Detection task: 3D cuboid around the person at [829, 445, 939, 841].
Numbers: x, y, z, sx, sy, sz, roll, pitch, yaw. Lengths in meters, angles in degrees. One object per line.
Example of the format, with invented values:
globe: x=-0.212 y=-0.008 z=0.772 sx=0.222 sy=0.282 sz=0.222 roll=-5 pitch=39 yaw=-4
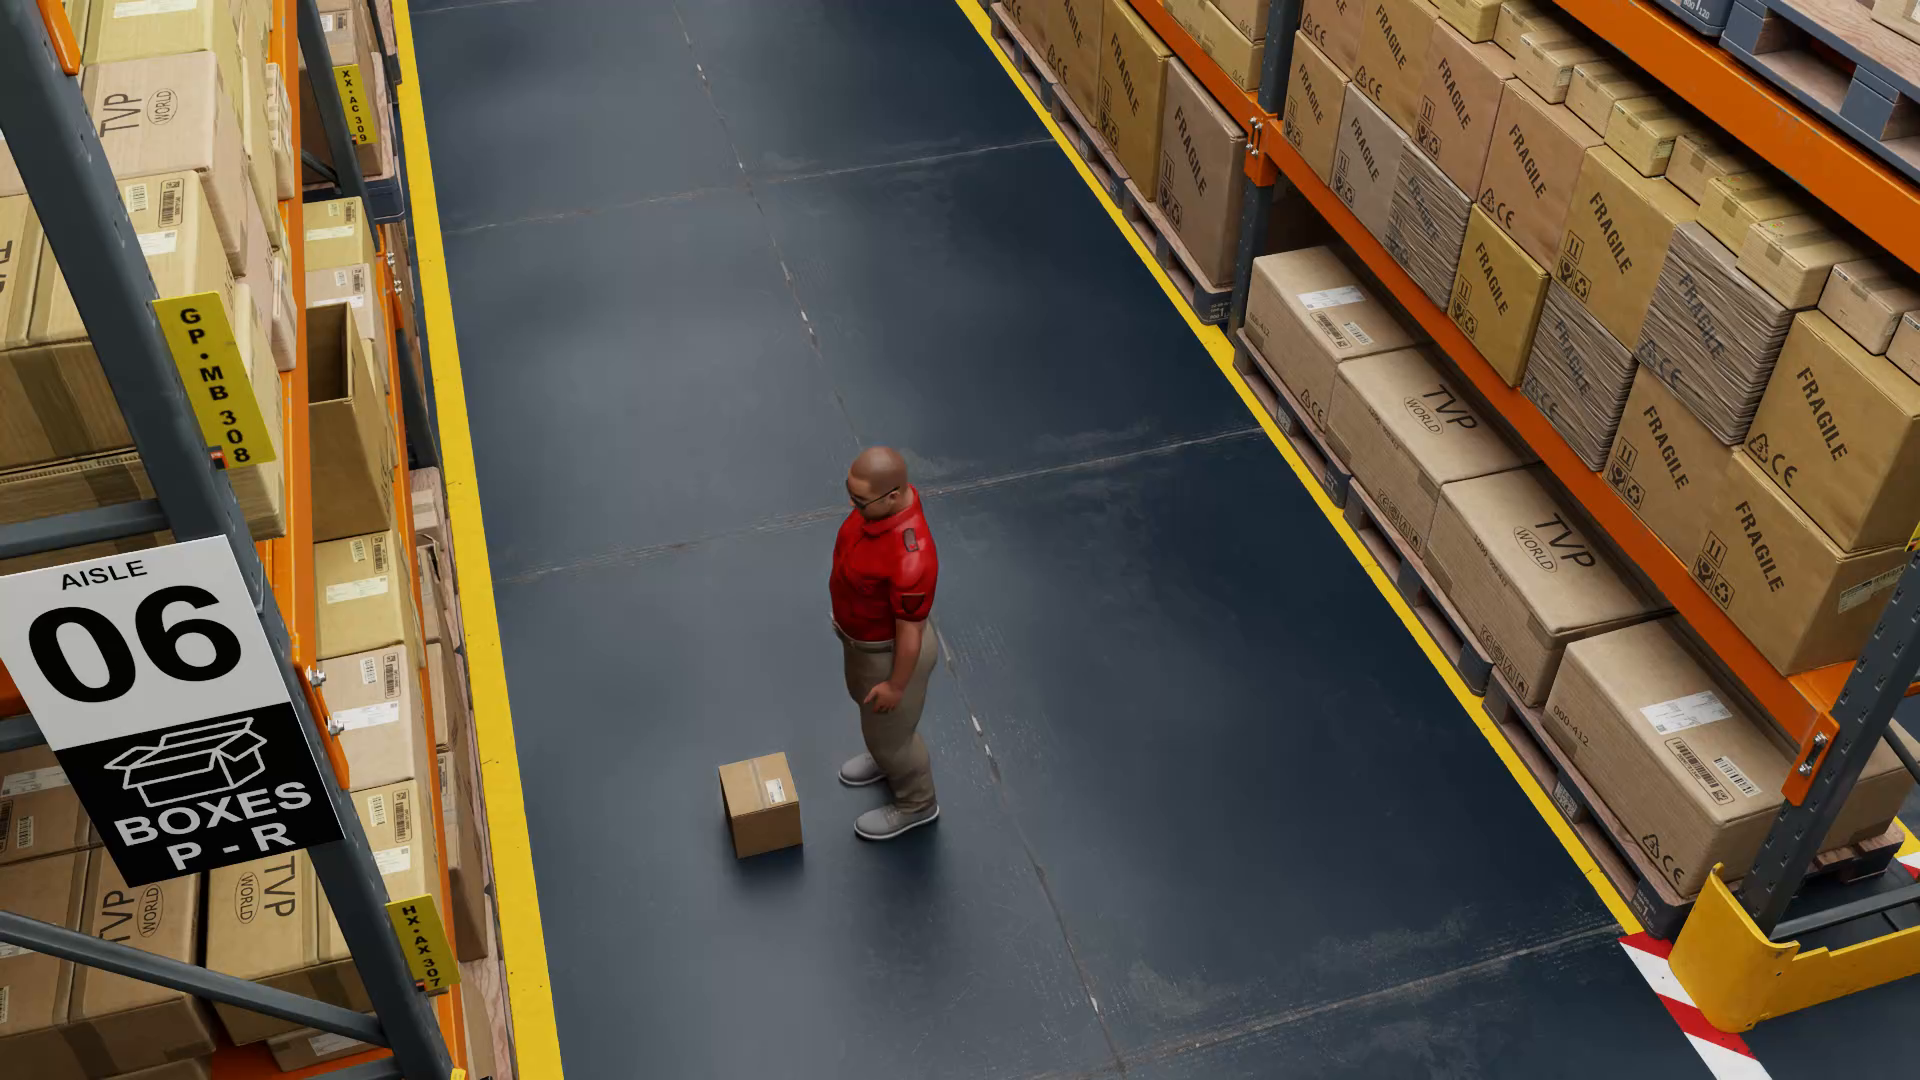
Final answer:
person: x=-0.265 y=0.362 z=5.782 sx=0.358 sy=1.724 sz=0.530 roll=-11 pitch=43 yaw=-12
